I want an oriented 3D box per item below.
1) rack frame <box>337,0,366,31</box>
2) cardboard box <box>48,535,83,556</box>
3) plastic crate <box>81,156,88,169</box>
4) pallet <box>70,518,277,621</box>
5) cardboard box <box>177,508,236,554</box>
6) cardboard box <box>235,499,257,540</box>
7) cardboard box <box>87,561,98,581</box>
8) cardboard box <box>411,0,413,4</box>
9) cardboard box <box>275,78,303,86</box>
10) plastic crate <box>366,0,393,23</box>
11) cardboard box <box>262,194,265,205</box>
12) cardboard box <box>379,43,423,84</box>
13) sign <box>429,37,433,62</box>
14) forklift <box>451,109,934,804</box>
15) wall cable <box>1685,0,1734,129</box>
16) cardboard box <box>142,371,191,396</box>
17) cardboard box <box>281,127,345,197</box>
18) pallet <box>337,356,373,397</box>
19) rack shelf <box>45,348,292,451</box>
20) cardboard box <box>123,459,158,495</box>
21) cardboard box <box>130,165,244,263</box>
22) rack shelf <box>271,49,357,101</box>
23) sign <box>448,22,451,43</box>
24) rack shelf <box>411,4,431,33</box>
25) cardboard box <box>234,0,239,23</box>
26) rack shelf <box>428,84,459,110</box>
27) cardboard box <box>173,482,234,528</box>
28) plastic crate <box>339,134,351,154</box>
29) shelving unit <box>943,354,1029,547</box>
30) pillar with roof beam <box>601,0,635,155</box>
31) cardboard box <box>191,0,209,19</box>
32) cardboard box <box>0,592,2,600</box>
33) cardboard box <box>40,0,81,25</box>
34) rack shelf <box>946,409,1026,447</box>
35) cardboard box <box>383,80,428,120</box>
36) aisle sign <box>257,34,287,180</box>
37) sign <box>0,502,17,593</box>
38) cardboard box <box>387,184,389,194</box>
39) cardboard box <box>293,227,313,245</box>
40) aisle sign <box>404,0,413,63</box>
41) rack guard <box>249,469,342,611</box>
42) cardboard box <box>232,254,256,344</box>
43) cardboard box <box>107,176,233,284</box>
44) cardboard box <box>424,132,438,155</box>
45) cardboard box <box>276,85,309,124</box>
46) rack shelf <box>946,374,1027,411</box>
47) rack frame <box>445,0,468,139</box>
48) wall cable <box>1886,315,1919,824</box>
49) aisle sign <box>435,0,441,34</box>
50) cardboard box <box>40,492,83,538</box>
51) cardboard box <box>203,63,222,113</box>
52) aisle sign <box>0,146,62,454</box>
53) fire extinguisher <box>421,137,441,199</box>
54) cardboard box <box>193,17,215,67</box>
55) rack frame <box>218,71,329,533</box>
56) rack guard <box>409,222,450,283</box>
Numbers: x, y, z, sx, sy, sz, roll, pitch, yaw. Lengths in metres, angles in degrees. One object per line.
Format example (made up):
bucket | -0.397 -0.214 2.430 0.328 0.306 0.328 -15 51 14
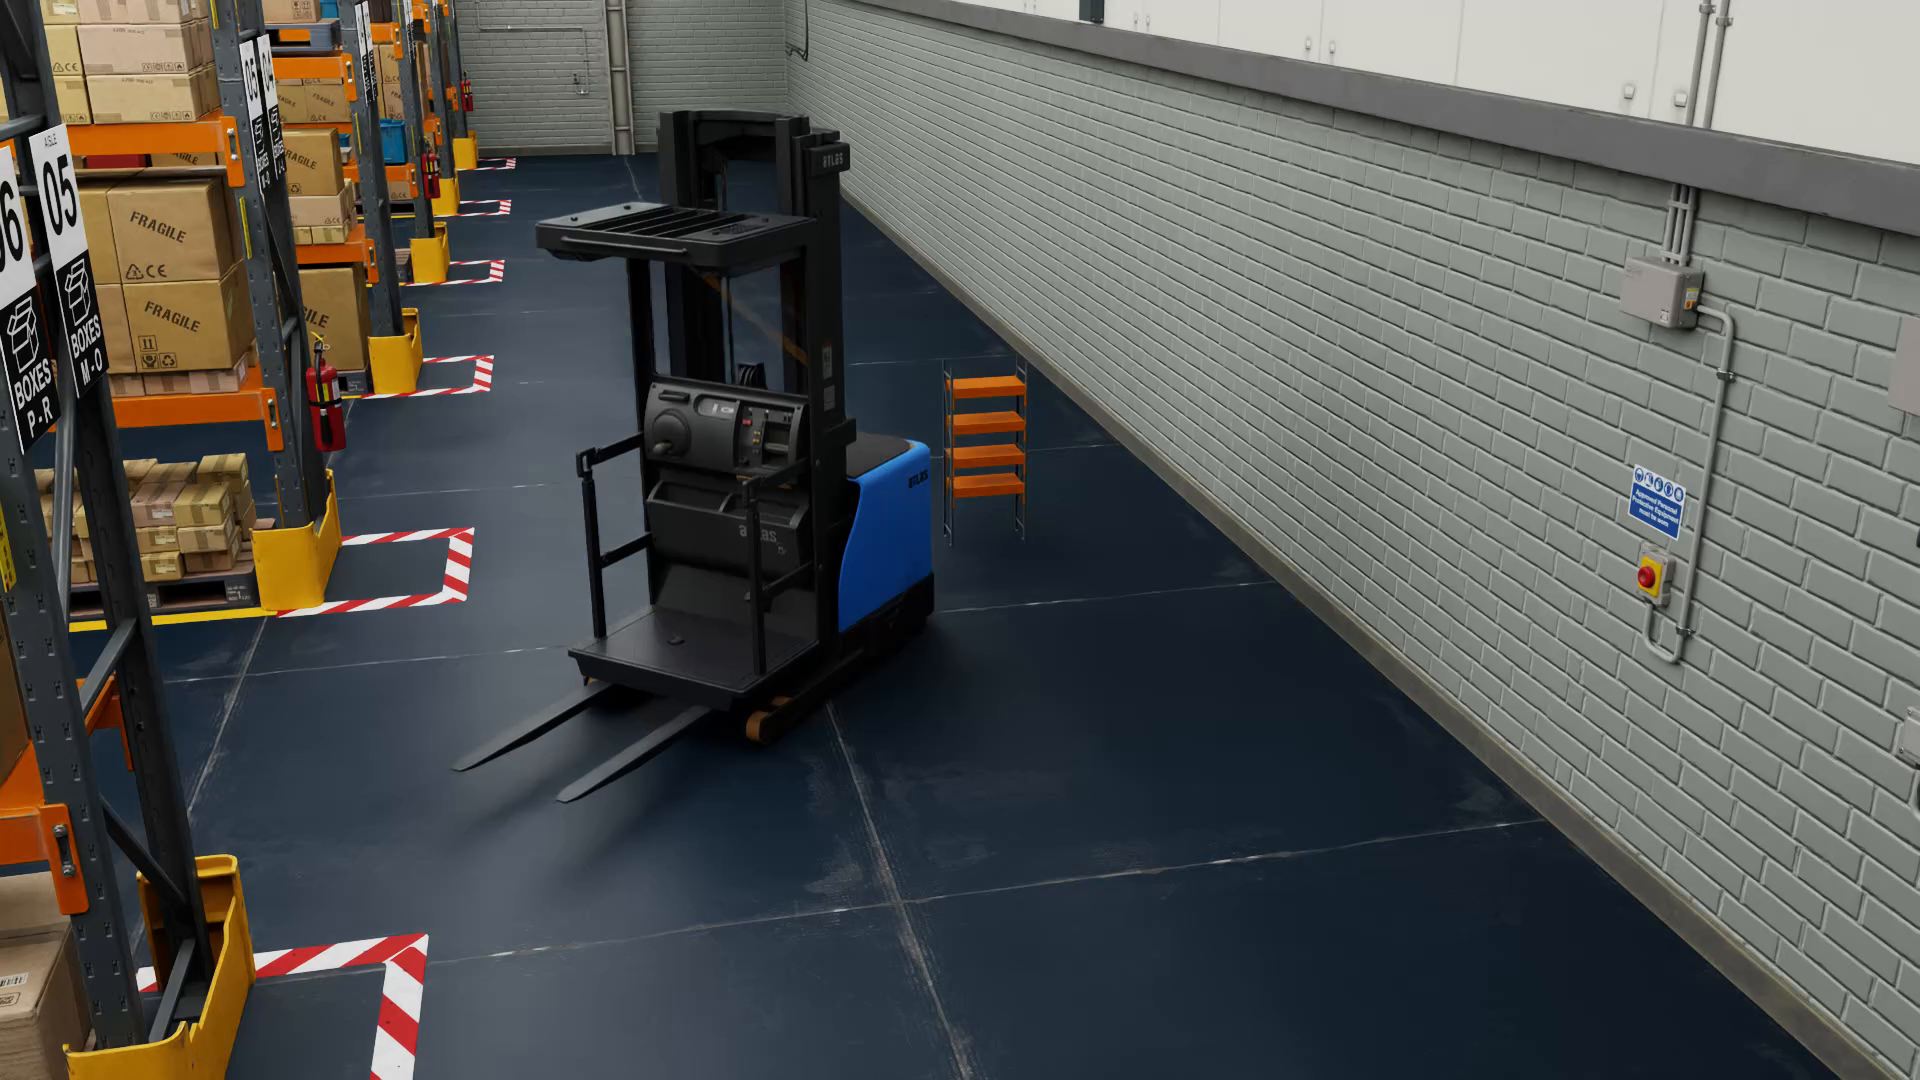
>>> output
rack frame | -5.050 -5.684 13.368 0.127 3.000 1.000 -5 21 -12
cardboard box | -5.246 -0.031 9.760 0.250 0.149 0.380 -5 21 -13
plastic crate | -9.597 -4.102 18.067 0.243 0.136 0.396 -5 21 -12
pallet | -4.880 0.169 10.166 1.213 0.211 1.003 -5 21 -12
cardboard box | -4.455 -0.060 9.838 0.250 0.149 0.380 -5 21 -14
cardboard box | -4.591 -0.123 10.443 0.250 0.149 0.380 -4 21 -11
cardboard box | -4.975 0.101 9.833 0.250 0.149 0.380 -5 21 -13
cardboard box | -7.884 -7.566 23.084 0.500 0.250 0.500 -5 21 -12
cardboard box | -9.191 -6.449 22.579 0.500 0.500 0.500 -4 20 -11
plastic crate | -6.629 -5.935 18.604 0.590 0.269 0.497 -5 21 -12
cardboard box | -5.954 -2.769 13.919 0.500 0.250 0.500 -5 21 -13
cardboard box | -7.696 -6.572 22.917 0.500 0.500 0.500 -5 21 -13
sign | -7.218 -6.688 22.688 0.005 0.325 0.100 -5 21 -12
forklift | -1.286 -0.545 8.161 1.130 2.935 3.031 10 23 26
wall cable | 2.701 -2.911 5.799 0.029 3.000 0.463 -5 21 -12
cardboard box | -4.510 -0.953 9.541 0.250 0.149 0.380 -5 21 -13
cardboard box | -5.464 -3.162 13.900 0.500 0.500 0.500 -4 21 -12
pallet | -5.810 -1.468 14.636 1.213 0.211 1.003 -5 21 -12
rack shelf | -5.953 -0.703 9.538 4.000 0.370 1.077 -5 21 -12
cardboard box | -5.110 -0.370 10.252 0.250 0.149 0.380 -5 21 -13
cardboard box | -4.505 -1.908 9.751 0.500 0.500 0.500 -5 21 -13
rack shelf | -6.996 -3.779 13.576 4.000 0.370 1.077 -5 21 -12
sign | -8.358 -8.313 27.240 0.005 0.325 0.100 -5 21 -12
rack shelf | -9.272 -7.096 22.629 4.000 0.370 1.077 -5 21 -12
cardboard box | -6.119 -4.503 13.605 0.500 0.500 0.700 -5 21 -14
rack shelf | -10.416 -7.345 27.671 4.000 0.370 1.077 -5 21 -12
cardboard box | -4.464 -0.210 9.816 0.250 0.149 0.380 -4 21 -12
plastic crate | -7.146 -4.513 19.050 0.300 0.233 0.416 -5 21 -12
shelving unit | 0.161 -0.576 10.764 0.503 1.200 0.258 -5 21 -12
pillar with roof beam | -5.050 -9.720 24.387 0.400 9.000 9.100 -5 21 -12
cardboard box | -4.375 -3.009 9.339 0.250 0.149 0.380 -5 21 -13
cardboard box | -3.184 0.052 4.834 0.500 0.500 0.500 -4 20 -11
cardboard box | -4.775 -2.827 8.841 0.250 0.149 0.380 -5 21 -14
rack shelf | 0.161 -0.723 10.710 0.480 0.148 0.258 -5 21 -12
cardboard box | -7.699 -6.104 23.090 0.500 0.500 0.500 -4 20 -11
aisle sign | -4.005 -2.526 9.689 0.004 0.787 0.394 -5 21 -12
sign | -2.658 -0.022 4.606 0.005 0.325 0.100 -5 21 -12
cardboard box | -8.213 -4.932 23.517 0.250 0.166 0.380 -5 21 -12
cardboard box | -5.573 -2.589 14.008 0.250 0.149 0.380 -4 21 -12
aisle sign | -6.052 -5.653 18.227 0.004 0.787 0.394 -5 21 -12
rack guard | -4.081 -0.019 10.259 0.348 0.500 1.175 -5 21 -12
cardboard box | -4.508 -1.442 9.933 0.500 0.500 0.500 -4 20 -10
cardboard box | -4.395 -1.735 9.279 0.500 0.500 0.500 -5 21 -14
cardboard box | -9.128 -6.776 28.094 0.500 0.500 0.700 -5 21 -12
cardboard box | -9.180 -5.984 22.764 0.500 0.500 0.500 -5 21 -13
rack shelf | 0.161 -0.945 10.629 0.480 0.148 0.258 -5 21 -12
rack frame | -8.470 -7.841 27.979 0.127 3.000 1.000 -5 21 -12
wall cable | 3.050 -0.007 5.116 0.122 1.984 0.588 -5 21 -12
aisle sign | -7.327 -7.508 23.289 0.004 0.787 0.394 -5 21 -12
cardboard box | -5.211 -0.147 9.644 0.250 0.149 0.380 -5 21 -15
cardboard box | -4.503 -2.587 9.492 0.500 0.250 0.500 -4 20 -11
aisle sign | -2.628 -0.672 4.630 0.004 0.787 0.394 -5 21 -12
fire extinguisher | -5.938 -4.173 18.621 0.183 0.674 0.296 -5 21 -12
cardboard box | -4.504 -2.823 9.410 0.500 0.250 0.500 -4 21 -12
rack frame | -4.007 -1.199 9.846 0.127 3.000 1.000 -5 21 -12
rack guard | -6.169 -3.357 19.373 0.348 0.500 1.175 -5 21 -12
